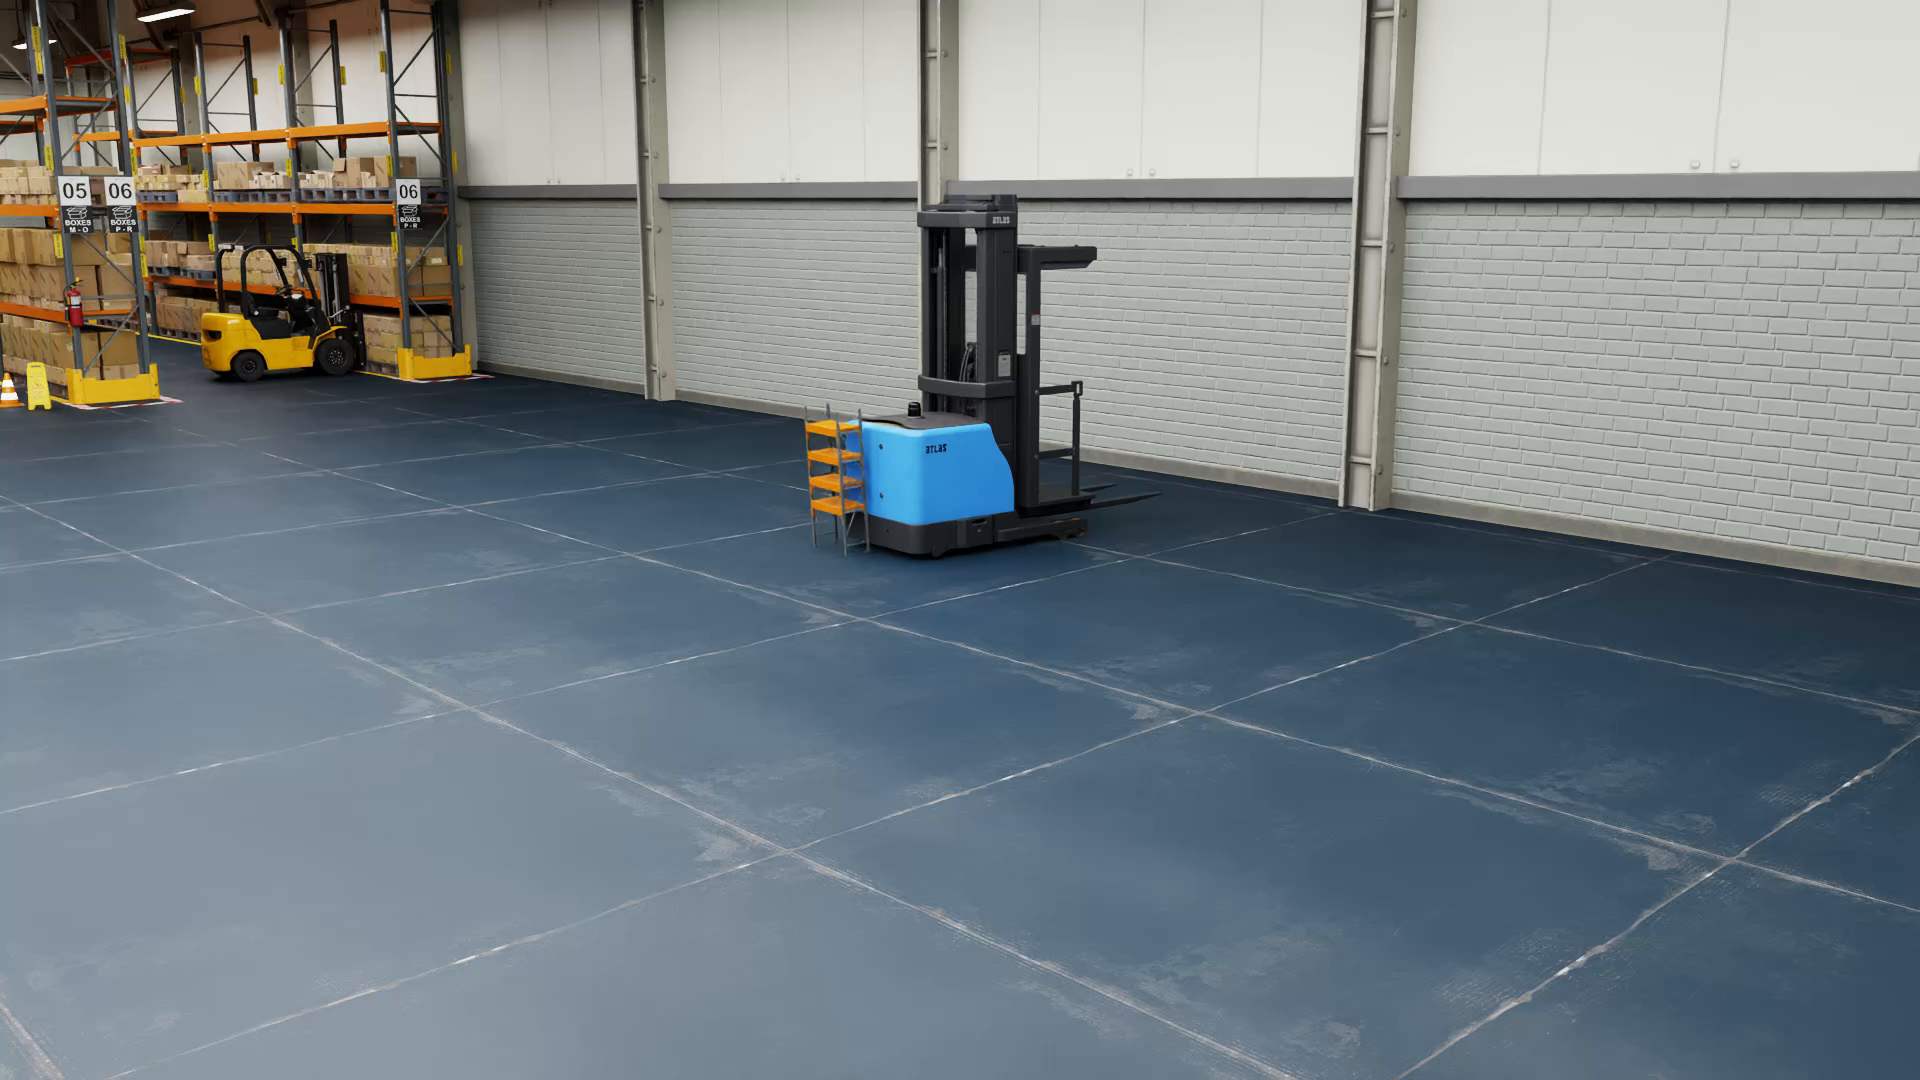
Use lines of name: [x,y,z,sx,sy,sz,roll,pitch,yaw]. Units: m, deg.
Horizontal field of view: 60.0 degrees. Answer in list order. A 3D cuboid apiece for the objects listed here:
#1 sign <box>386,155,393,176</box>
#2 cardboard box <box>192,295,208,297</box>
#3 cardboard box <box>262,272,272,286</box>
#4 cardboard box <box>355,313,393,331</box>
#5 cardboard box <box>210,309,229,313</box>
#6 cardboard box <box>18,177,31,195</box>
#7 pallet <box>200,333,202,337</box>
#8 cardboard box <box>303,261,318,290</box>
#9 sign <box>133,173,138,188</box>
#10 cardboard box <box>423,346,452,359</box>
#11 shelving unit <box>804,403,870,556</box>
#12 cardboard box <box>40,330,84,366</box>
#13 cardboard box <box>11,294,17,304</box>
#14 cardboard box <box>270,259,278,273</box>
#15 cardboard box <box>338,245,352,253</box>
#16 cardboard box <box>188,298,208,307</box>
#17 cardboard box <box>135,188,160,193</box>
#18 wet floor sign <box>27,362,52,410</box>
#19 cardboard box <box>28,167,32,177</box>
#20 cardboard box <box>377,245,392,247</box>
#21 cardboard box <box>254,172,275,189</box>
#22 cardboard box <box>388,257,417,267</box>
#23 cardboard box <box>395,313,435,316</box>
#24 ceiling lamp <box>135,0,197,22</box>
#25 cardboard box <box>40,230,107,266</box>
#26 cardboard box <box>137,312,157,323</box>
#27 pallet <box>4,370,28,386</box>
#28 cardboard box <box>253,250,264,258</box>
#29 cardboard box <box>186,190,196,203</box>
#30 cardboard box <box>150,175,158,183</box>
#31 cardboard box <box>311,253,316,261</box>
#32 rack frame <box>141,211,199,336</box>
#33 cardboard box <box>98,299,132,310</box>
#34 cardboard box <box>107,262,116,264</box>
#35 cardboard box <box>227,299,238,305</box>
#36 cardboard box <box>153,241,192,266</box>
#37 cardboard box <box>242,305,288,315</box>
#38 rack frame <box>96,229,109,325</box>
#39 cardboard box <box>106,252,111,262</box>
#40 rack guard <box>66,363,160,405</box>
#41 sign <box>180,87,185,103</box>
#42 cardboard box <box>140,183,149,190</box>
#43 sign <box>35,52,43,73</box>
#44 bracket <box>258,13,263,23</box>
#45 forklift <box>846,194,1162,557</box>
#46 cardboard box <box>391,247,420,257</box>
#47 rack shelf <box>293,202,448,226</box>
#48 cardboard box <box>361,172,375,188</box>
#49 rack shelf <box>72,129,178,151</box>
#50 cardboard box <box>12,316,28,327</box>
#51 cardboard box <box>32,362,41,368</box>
sign: [-9.117,-5.982,26.583,0.100,0.325,0.005,-11,16,-43]
cardboard box: [-16.179,-5.157,35.555,0.380,0.149,0.250,-11,16,-42]
cardboard box: [-12.686,-4.889,31.078,0.500,0.250,0.500,-11,16,-42]
cardboard box: [-9.971,-3.710,28.283,0.500,0.250,0.500,-11,16,-42]
cardboard box: [-14.687,-4.373,33.356,0.500,0.500,0.500,-10,15,-41]
cardboard box: [-13.558,-5.227,24.549,0.500,0.250,0.500,-10,16,-41]
pallet: [-14.727,-4.108,33.827,1.003,0.211,1.213,-11,16,-43]
cardboard box: [-11.359,-4.724,29.657,0.500,0.500,0.500,11,16,44]
sign: [-17.389,-7.589,35.098,0.100,0.325,0.005,-11,16,-43]
cardboard box: [-8.912,-3.150,28.040,0.500,0.250,0.500,-11,16,-42]
shelving unit: [-1.028,-0.512,13.886,0.258,1.200,0.503,-13,17,-35]
cardboard box: [-13.407,-2.882,24.883,0.500,0.500,0.500,-10,15,-40]
cardboard box: [-14.516,-3.765,25.873,0.380,0.149,0.250,-10,15,-41]
cardboard box: [-12.361,-5.057,30.657,0.500,0.250,0.500,11,16,44]
cardboard box: [-10.524,-5.023,28.767,0.380,0.149,0.250,-11,16,-43]
cardboard box: [-15.659,-4.893,34.273,0.250,0.149,0.380,11,16,42]
cardboard box: [-17.516,-7.520,35.680,0.500,0.250,0.500,-11,16,-42]
wet floor sign: [-12.945,-2.170,23.344,0.267,0.644,0.232,-5,13,-23]
cardboard box: [-13.552,-5.445,24.620,0.250,0.149,0.380,11,16,44]
cardboard box: [-9.839,-5.013,28.716,0.380,0.149,0.250,-11,16,-42]
cardboard box: [-12.683,-6.640,30.704,0.500,0.311,0.500,11,16,43]
cardboard box: [-9.157,-4.570,27.305,0.380,0.149,0.250,-11,16,-42]
cardboard box: [-9.257,-3.710,28.279,0.500,0.250,0.500,-11,16,-42]
ceiling lamp: [-12.971,-10.246,27.379,0.800,3.185,2.000,-11,16,-43]
cardboard box: [-12.813,-4.228,24.038,0.500,0.500,0.700,11,16,44]
cardboard box: [-17.845,-4.902,36.508,0.396,0.266,0.258,-10,15,-41]
pallet: [-14.575,-2.625,26.628,1.003,0.211,1.213,-11,16,-43]
cardboard box: [-13.016,-5.372,31.195,0.250,0.149,0.380,11,16,44]
cardboard box: [-15.117,-6.870,33.259,0.500,0.250,0.500,-11,16,-42]
cardboard box: [-16.535,-7.479,34.443,0.380,0.149,0.250,-11,16,-43]
cardboard box: [-11.267,-5.022,29.496,0.380,0.149,0.250,-10,16,-41]
rack frame: [-17.002,-5.943,35.825,1.000,3.000,0.127,-11,16,-43]
cardboard box: [-12.387,-3.455,24.371,0.380,0.149,0.250,-11,16,-42]
cardboard box: [-12.788,-3.877,24.812,0.500,0.500,0.500,-10,15,-41]
cardboard box: [-14.768,-4.846,34.045,0.380,0.149,0.250,-11,16,-42]
cardboard box: [-16.472,-6.021,34.912,0.700,0.500,0.500,-11,16,-42]
cardboard box: [-13.361,-4.215,32.280,0.875,0.625,0.625,-10,15,-41]
rack frame: [-19.764,-6.527,38.659,1.000,3.000,0.127,-11,16,-43]
cardboard box: [-18.945,-6.348,37.426,0.500,0.250,0.500,-11,16,-44]
rack guard: [-12.354,-2.287,24.271,1.175,0.500,0.348,-11,16,-43]
sign: [-16.604,-9.495,35.489,0.100,0.325,0.005,-11,16,-43]
cardboard box: [-16.929,-7.402,34.808,0.380,0.149,0.250,-11,16,-42]
sign: [-14.659,-7.591,26.445,0.100,0.325,0.005,-11,16,-43]
bracket: [-13.230,-10.007,31.763,0.235,0.232,0.430,-11,16,-43]
forklift: [0.491,-1.515,14.501,3.031,2.935,1.130,-9,15,-38]
cardboard box: [-9.114,-4.727,27.330,0.380,0.149,0.250,-11,16,-42]
rack shelf: [-10.096,-5.601,28.511,1.077,0.370,4.000,-11,16,-43]
cardboard box: [-9.682,-5.966,27.544,0.396,0.266,0.258,-11,16,-42]
rack shelf: [-18.383,-8.819,36.709,1.077,0.370,4.000,-11,16,-43]
cardboard box: [-14.453,-3.402,25.800,0.380,0.149,0.250,-10,15,-40]
cardboard box: [-13.772,-2.591,25.330,0.500,0.250,0.500,11,16,43]
